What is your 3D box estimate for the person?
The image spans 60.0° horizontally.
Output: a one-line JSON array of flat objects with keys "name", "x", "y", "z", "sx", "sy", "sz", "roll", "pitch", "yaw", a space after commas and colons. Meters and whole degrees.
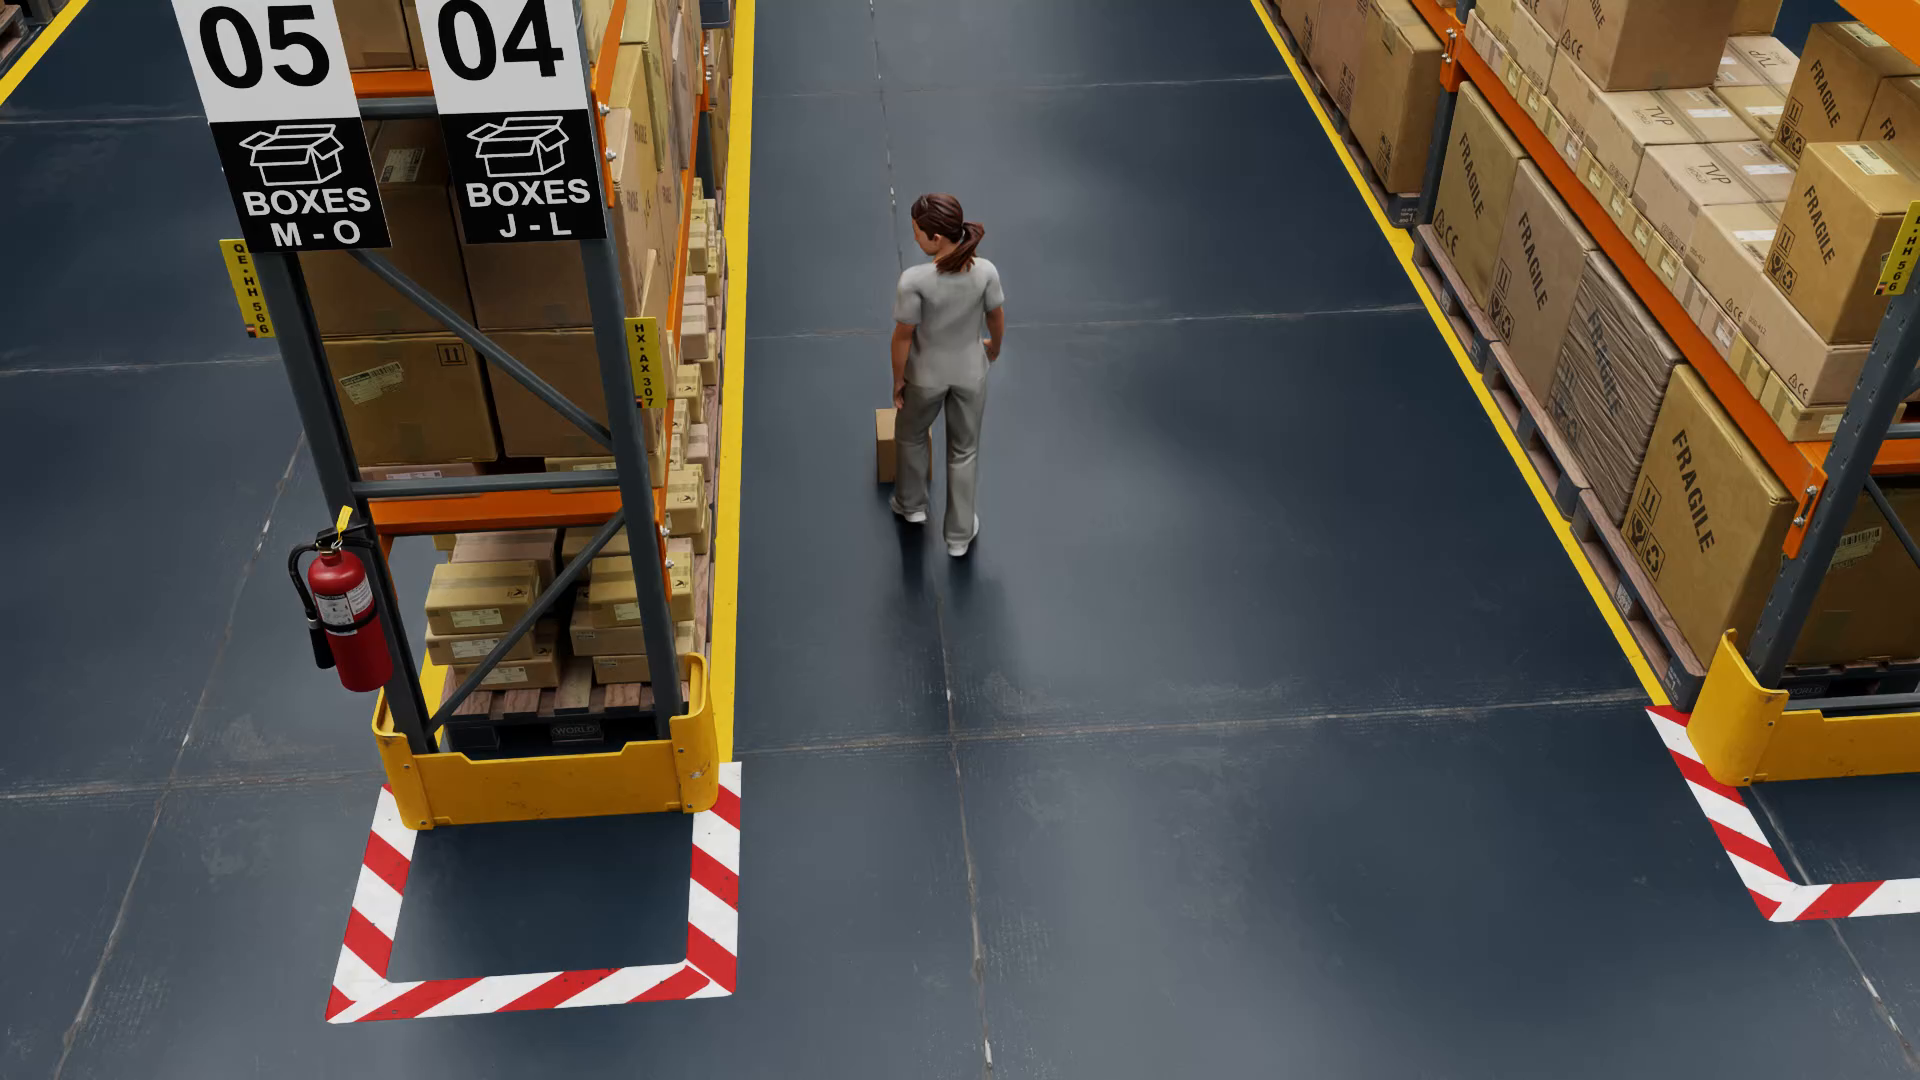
[{"name": "person", "x": -0.054, "y": -0.710, "z": 7.015, "sx": 0.494, "sy": 1.709, "sz": 0.544, "roll": -5, "pitch": 40, "yaw": -7}]
